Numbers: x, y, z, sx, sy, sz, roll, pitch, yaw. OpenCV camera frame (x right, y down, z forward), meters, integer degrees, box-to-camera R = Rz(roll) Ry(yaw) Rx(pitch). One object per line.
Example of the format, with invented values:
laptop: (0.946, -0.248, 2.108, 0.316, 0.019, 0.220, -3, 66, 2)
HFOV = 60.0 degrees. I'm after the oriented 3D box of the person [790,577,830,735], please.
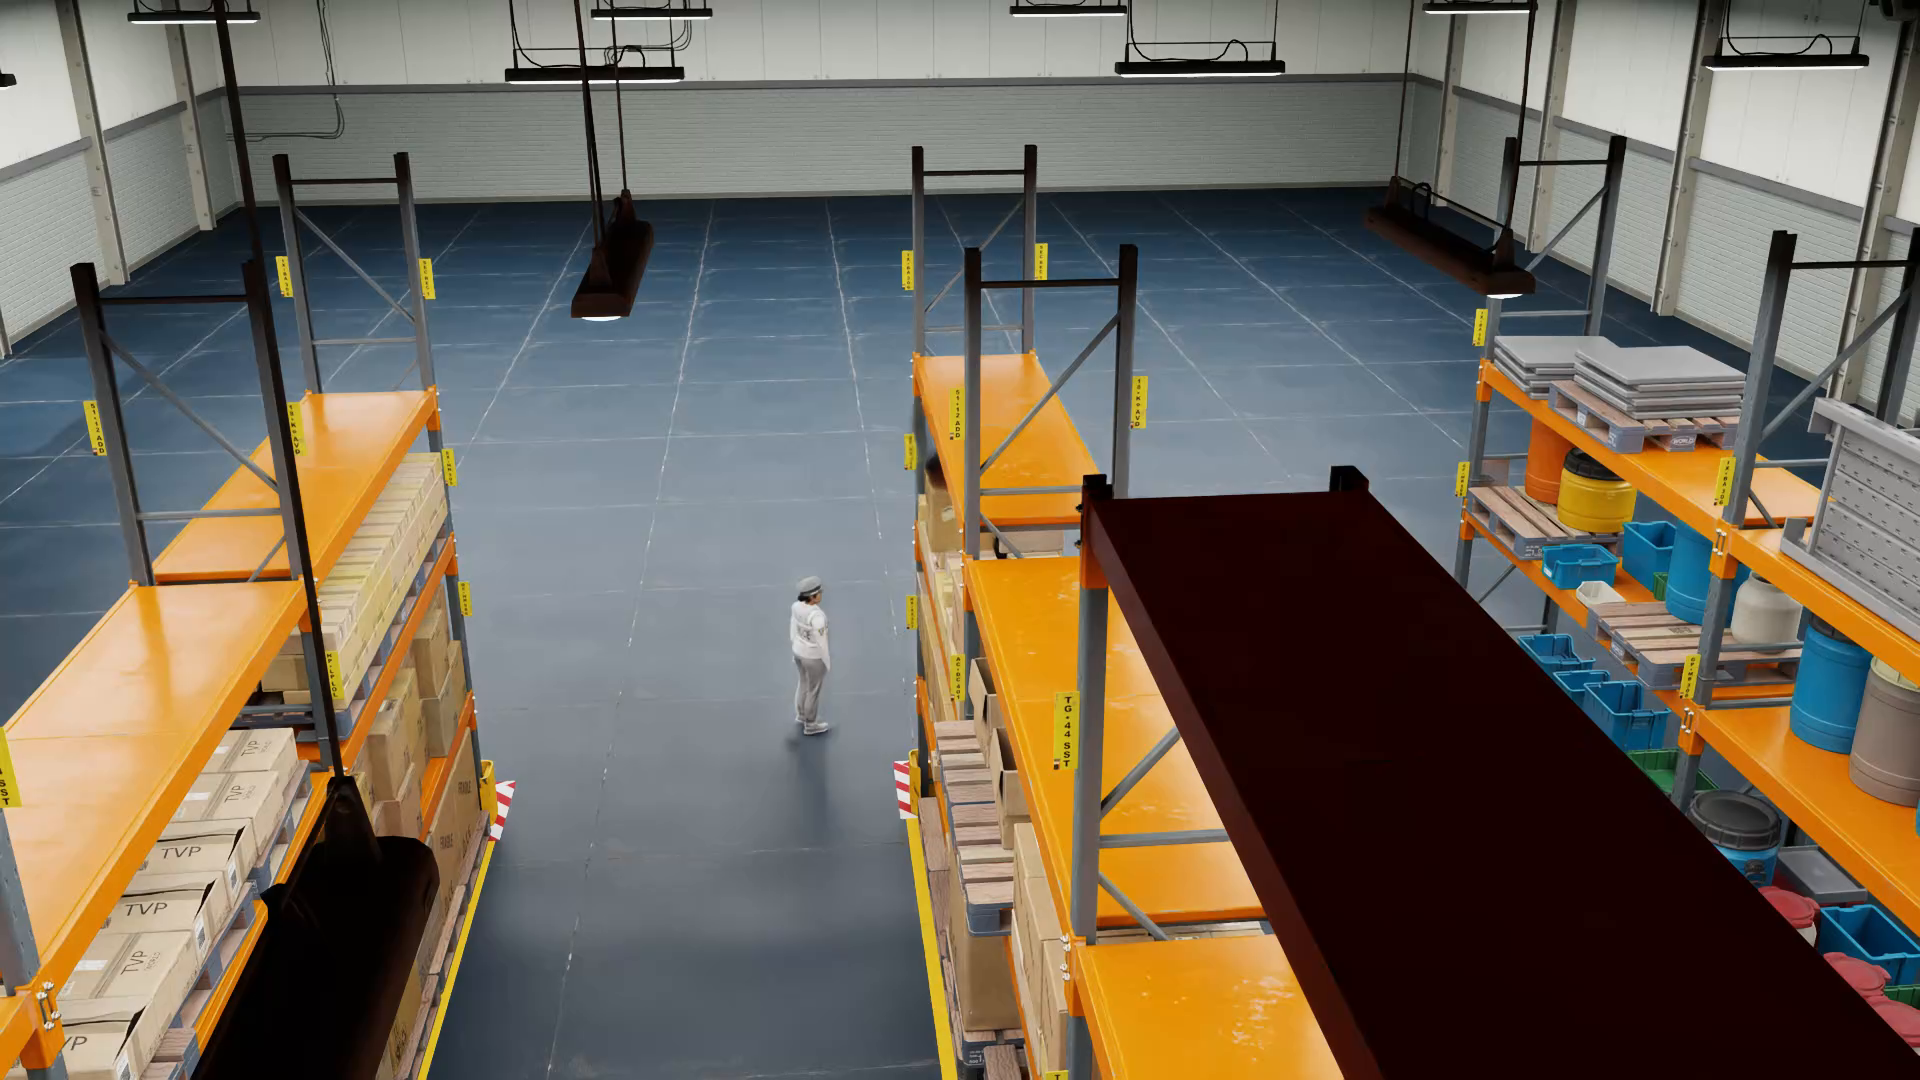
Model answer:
person: (-1.465, 1.151, 16.485, 0.381, 1.716, 0.543, -16, 27, -36)
